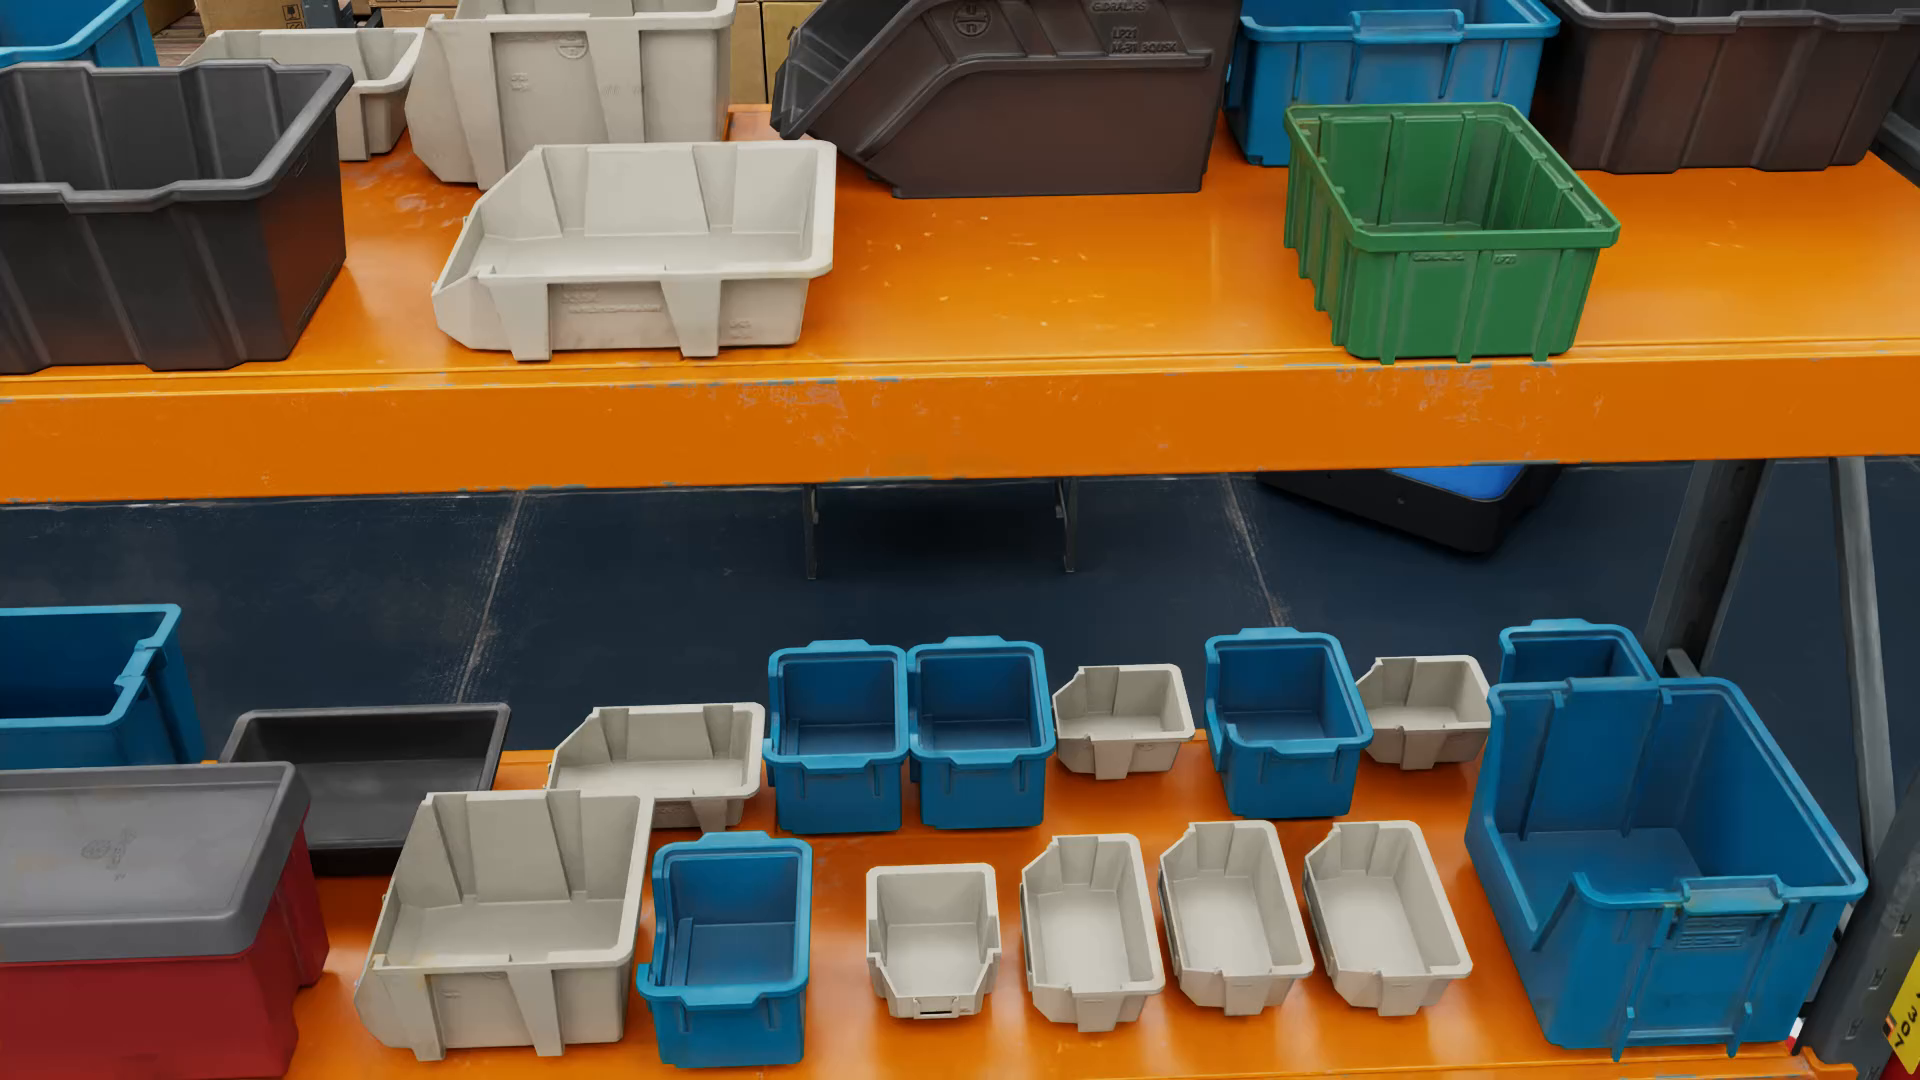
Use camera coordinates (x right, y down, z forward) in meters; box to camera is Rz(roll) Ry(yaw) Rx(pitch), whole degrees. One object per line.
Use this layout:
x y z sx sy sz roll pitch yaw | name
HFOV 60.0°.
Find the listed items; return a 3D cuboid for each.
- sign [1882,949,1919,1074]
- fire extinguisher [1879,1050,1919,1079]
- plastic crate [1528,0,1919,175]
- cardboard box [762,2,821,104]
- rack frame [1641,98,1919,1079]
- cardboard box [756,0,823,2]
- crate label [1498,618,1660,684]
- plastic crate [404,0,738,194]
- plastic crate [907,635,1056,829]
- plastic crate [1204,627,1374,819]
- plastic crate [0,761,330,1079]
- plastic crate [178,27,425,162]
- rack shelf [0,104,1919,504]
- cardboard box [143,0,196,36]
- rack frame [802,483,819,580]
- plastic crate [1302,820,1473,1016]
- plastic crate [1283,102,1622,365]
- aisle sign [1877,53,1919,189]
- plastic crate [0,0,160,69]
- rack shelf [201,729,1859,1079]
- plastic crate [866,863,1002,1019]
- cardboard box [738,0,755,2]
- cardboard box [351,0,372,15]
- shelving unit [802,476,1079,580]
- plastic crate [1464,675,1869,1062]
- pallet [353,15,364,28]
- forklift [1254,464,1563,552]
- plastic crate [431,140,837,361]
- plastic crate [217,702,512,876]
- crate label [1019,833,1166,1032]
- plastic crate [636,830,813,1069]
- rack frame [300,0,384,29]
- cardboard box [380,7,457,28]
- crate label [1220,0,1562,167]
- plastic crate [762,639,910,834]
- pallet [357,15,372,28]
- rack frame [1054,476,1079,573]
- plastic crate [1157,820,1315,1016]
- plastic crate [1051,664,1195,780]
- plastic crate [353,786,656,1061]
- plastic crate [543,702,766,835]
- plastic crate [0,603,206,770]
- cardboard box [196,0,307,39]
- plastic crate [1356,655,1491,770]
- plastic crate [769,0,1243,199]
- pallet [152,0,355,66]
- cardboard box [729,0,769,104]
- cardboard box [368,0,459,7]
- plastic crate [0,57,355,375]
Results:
1.659 0.773 2.853 0.005 0.325 0.100 -2 35 -2 | sign
1.789 0.968 3.112 0.183 0.674 0.296 -2 35 -2 | fire extinguisher
1.219 -0.800 2.749 0.590 0.269 0.497 -2 35 -2 | plastic crate
-0.568 -2.122 7.093 0.500 0.500 0.500 -2 35 -3 | cardboard box
1.617 0.528 3.351 0.127 3.000 1.000 -2 35 -2 | rack frame
-0.581 -2.527 6.799 0.500 0.500 0.500 -1 35 -1 | cardboard box
1.355 0.392 3.642 0.303 0.233 0.416 -2 35 -2 | crate label
-0.611 -0.772 2.698 0.530 0.282 0.437 -2 35 -2 | plastic crate
0.040 0.427 3.591 0.300 0.233 0.416 -2 35 -2 | plastic crate
0.697 0.410 3.617 0.300 0.233 0.416 -2 35 -2 | plastic crate
-1.475 0.703 2.989 0.583 0.464 0.402 -2 35 -2 | plastic crate
-1.126 -0.740 2.779 0.466 0.136 0.293 -2 35 -2 | plastic crate
-0.381 -0.356 2.624 4.000 0.370 1.077 -2 35 -2 | rack shelf
-3.777 -2.453 7.202 0.500 0.500 0.700 4 35 5 | cardboard box
-0.593 -0.601 6.300 0.032 1.500 0.500 -2 35 -2 | rack frame
0.811 0.737 3.229 0.243 0.136 0.396 -2 35 -2 | plastic crate
0.645 -0.429 2.285 0.336 0.188 0.450 -2 35 -2 | plastic crate
1.675 -0.712 2.858 0.004 0.787 0.394 -2 35 -2 | aisle sign
-1.484 -0.735 2.687 0.300 0.233 0.416 -2 35 -2 | plastic crate
-0.381 0.878 3.478 4.000 0.370 1.077 -2 35 -2 | rack shelf
-0.051 0.776 3.171 0.250 0.136 0.298 -2 35 -2 | plastic crate
-1.096 -2.513 6.778 0.500 0.500 0.500 -3 35 -4 | cardboard box
-4.378 -4.167 11.656 0.750 0.750 0.750 -1 35 -1 | cardboard box
-0.085 -0.614 6.320 1.048 1.500 0.538 -2 35 -2 | shelving unit
1.291 0.604 3.157 0.499 0.435 0.616 -2 35 -2 | plastic crate
-4.836 -3.751 11.984 1.213 0.211 1.003 -2 35 -2 | pallet
2.498 -1.950 6.993 1.130 2.935 3.031 22 40 28 | forklift
-0.435 -0.400 2.288 0.530 0.136 0.437 -2 35 -2 | plastic crate
-1.273 0.541 3.521 0.590 0.125 0.437 -2 35 -2 | plastic crate
0.244 0.758 3.198 0.243 0.136 0.396 -2 35 -2 | crate label
-0.422 0.773 3.091 0.300 0.233 0.416 -2 35 -2 | plastic crate
-2.609 -2.180 7.264 0.127 3.000 1.000 -2 35 -2 | rack frame
-2.087 -2.080 7.032 0.500 0.500 0.500 -1 35 -1 | cardboard box
0.680 -0.803 2.769 0.502 0.251 0.408 -2 35 -2 | crate label
-0.260 0.435 3.579 0.300 0.233 0.416 -2 35 -2 | plastic crate
-3.615 -3.785 12.034 1.213 0.211 1.003 -2 35 -2 | pallet
0.423 -0.628 6.340 0.032 1.500 0.500 -2 35 -2 | rack frame
0.521 0.736 3.229 0.243 0.136 0.396 -2 35 -2 | plastic crate
0.353 0.411 3.699 0.298 0.136 0.250 -2 35 -2 | plastic crate
-0.845 0.724 3.120 0.530 0.282 0.437 -2 35 -2 | plastic crate
-0.653 0.502 3.568 0.466 0.136 0.293 -2 35 -2 | plastic crate
-1.928 0.411 3.481 0.575 0.384 0.392 -2 35 -2 | plastic crate
-3.093 -2.508 7.281 0.500 0.500 0.700 -13 37 -18 | cardboard box
1.030 0.393 3.725 0.298 0.136 0.250 -2 35 -2 | plastic crate
0.078 -0.795 2.681 0.767 0.338 0.504 -2 35 -2 | plastic crate
-3.413 -2.141 7.377 1.213 0.211 1.003 -2 35 -2 | pallet
-1.076 -2.108 7.072 0.500 0.500 0.500 -2 35 -2 | cardboard box
-2.125 -2.485 6.738 0.500 0.500 0.500 -1 35 -1 | cardboard box
-1.125 -0.421 2.202 0.590 0.269 0.497 -2 35 -2 | plastic crate
